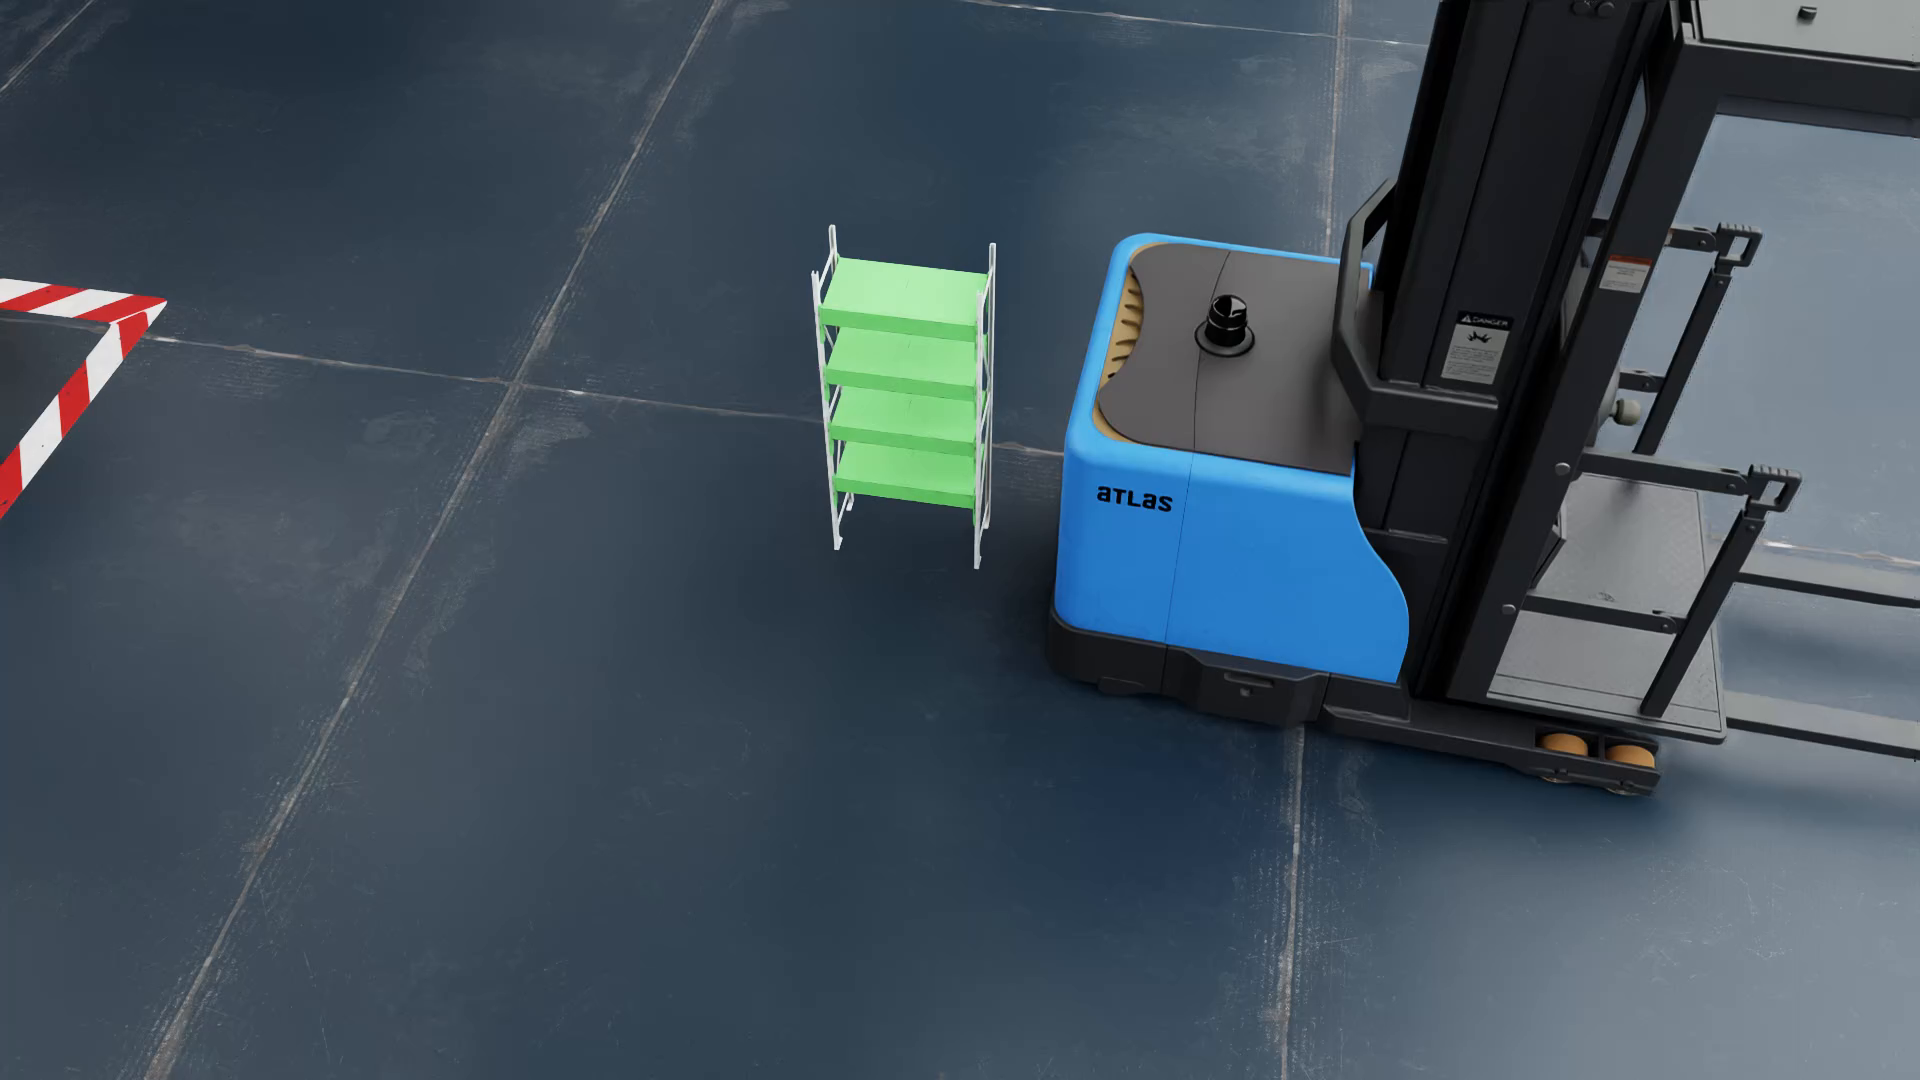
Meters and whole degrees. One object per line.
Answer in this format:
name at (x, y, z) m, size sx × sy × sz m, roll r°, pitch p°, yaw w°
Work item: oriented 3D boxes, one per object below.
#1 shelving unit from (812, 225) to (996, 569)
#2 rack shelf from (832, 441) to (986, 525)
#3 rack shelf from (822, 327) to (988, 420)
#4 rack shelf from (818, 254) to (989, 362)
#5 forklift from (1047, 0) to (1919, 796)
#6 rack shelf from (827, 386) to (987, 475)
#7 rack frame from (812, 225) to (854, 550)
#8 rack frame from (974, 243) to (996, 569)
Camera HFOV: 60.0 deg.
shelving unit at (-0.163, -0.423, 5.323) m, size 0.503 × 1.200 × 0.258 m, roll 8°, pitch 49°, yaw 7°
rack shelf at (-0.163, -0.220, 5.549) m, size 0.480 × 0.148 × 0.258 m, roll 8°, pitch 49°, yaw 7°
rack shelf at (-0.163, -0.541, 5.192) m, size 0.480 × 0.148 × 0.258 m, roll 8°, pitch 49°, yaw 7°
rack shelf at (-0.163, -0.701, 5.014) m, size 0.480 × 0.148 × 0.258 m, roll 8°, pitch 49°, yaw 7°
forklift at (1.851, -0.642, 4.356) m, size 3.031 × 2.935 × 1.130 m, roll 9°, pitch 49°, yaw 8°
rack shelf at (-0.163, -0.380, 5.371) m, size 0.480 × 0.148 × 0.258 m, roll 8°, pitch 49°, yaw 7°
rack frame at (-0.403, -0.455, 5.352) m, size 0.015 × 1.200 × 0.240 m, roll 8°, pitch 49°, yaw 7°
rack frame at (0.077, -0.391, 5.294) m, size 0.015 × 1.200 × 0.240 m, roll 8°, pitch 49°, yaw 7°
